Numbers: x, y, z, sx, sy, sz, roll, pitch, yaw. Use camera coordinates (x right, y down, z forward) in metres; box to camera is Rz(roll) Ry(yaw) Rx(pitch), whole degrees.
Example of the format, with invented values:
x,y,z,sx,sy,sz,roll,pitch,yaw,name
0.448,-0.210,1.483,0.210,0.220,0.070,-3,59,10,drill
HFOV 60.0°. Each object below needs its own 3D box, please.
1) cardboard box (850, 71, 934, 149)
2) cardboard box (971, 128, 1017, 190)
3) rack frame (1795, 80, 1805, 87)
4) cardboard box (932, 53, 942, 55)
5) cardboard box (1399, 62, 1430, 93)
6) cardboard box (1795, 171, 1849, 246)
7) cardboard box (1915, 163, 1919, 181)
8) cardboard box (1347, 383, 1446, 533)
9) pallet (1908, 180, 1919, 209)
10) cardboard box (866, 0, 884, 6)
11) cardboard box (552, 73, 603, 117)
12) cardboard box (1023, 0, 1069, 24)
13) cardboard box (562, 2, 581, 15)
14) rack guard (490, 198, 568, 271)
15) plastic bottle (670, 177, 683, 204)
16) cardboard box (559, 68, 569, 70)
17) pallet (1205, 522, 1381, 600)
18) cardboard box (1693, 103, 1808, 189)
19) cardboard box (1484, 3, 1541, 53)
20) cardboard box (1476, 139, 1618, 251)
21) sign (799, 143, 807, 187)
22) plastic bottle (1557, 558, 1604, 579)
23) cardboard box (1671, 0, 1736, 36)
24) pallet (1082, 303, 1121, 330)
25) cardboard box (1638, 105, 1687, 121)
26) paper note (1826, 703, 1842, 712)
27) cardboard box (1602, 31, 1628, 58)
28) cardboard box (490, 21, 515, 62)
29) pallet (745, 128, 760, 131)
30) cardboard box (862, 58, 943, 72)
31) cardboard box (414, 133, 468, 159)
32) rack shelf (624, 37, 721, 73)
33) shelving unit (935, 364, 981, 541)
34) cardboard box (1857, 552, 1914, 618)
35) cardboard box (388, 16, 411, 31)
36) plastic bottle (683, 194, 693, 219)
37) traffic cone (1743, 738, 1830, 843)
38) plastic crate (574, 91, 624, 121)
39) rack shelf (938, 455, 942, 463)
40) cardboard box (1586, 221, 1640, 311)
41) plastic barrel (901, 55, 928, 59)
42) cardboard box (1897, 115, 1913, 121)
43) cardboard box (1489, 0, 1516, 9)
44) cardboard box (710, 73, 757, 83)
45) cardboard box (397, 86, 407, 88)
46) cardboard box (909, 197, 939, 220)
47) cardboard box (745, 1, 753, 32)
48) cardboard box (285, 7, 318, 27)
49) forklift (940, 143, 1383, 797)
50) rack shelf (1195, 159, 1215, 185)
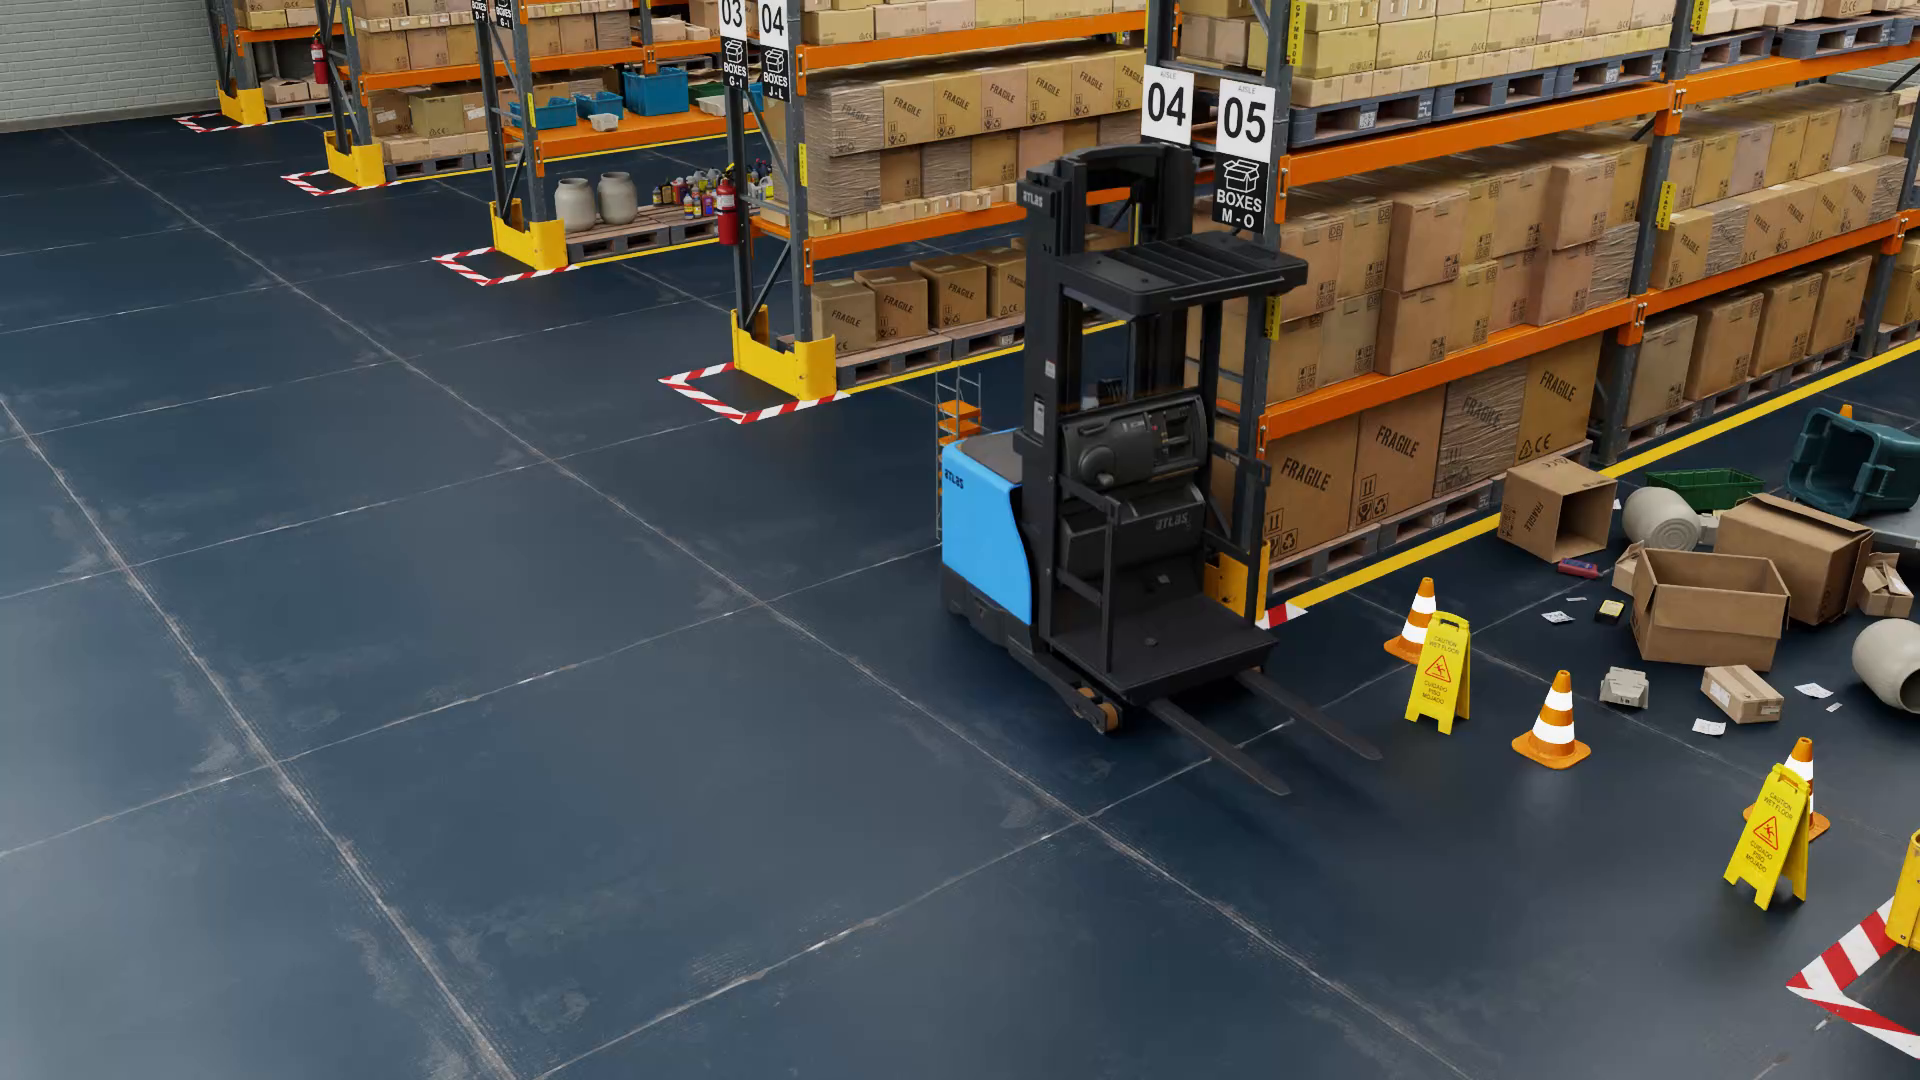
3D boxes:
x,y,z,sx,sy,sz,roll,pitch,yaw,name
-0.561,-3.526,13.625,0.500,0.500,0.500,-18,31,-34,cardboard box
0.030,-3.437,14.621,0.500,0.500,0.875,-18,31,-34,cardboard box
11.031,-6.868,22.486,0.127,3.000,1.000,-18,31,-34,rack frame
-0.431,-7.300,25.863,0.500,0.500,0.500,-20,31,-36,cardboard box
2.486,-2.705,9.634,0.250,0.149,0.380,-18,30,-34,cardboard box
6.741,-2.701,13.389,0.500,0.500,0.500,-19,31,-35,cardboard box
8.193,-3.247,14.482,0.250,0.149,0.380,-19,31,-35,cardboard box
2.605,-0.697,11.213,0.875,0.875,0.875,-19,31,-35,cardboard box
8.212,-3.254,14.927,1.003,0.211,1.213,-18,31,-34,pallet
-0.814,-4.322,13.141,0.250,0.149,0.380,-19,31,-35,cardboard box
-5.152,-5.998,22.488,0.500,0.500,0.500,-18,31,-34,cardboard box
0.575,-4.573,14.154,0.500,0.250,0.500,-19,31,-34,cardboard box
-5.210,-7.031,21.947,0.250,0.149,0.380,-18,31,-34,cardboard box
-4.585,-3.254,17.668,0.348,0.500,1.175,-18,31,-34,rack guard
-3.226,-3.996,19.009,0.135,0.276,0.152,-18,30,-34,plastic bottle
-6.637,-8.087,27.559,0.500,0.500,0.700,-19,31,-35,cardboard box
2.002,-0.012,11.024,1.213,0.211,1.003,-18,31,-34,pallet
6.156,-3.108,13.077,0.500,0.500,0.700,-19,31,-35,cardboard box
3.150,-3.140,10.097,0.500,0.250,0.500,-18,31,-34,cardboard box
3.897,-2.374,11.341,0.550,0.550,0.875,-18,31,-34,cardboard box
-1.225,-2.925,12.961,0.005,0.325,0.100,-18,31,-34,sign
4.030,0.190,10.768,0.283,0.061,0.133,15,29,29,plastic bottle
5.198,-3.691,11.620,0.396,0.266,0.258,-19,31,-35,cardboard box
1.081,-2.300,15.955,1.213,0.211,1.003,-18,31,-34,pallet
8.452,-5.201,20.919,0.875,0.875,0.875,-18,31,-34,cardboard box
4.857,0.929,9.237,0.123,0.001,0.032,-18,31,-34,paper note
4.079,-3.231,10.766,0.250,0.149,0.380,-18,30,-33,cardboard box
-6.078,-6.560,21.703,0.500,0.500,0.700,-17,30,-33,cardboard box
-3.005,-6.292,24.557,1.213,0.211,1.003,-18,31,-34,pallet
-0.494,-3.832,14.283,0.500,0.500,0.500,-18,31,-34,cardboard box
-6.719,-5.135,21.518,0.500,0.250,0.500,-18,31,-34,cardboard box
-2.948,-7.227,24.114,4.000,0.370,1.077,-18,31,-34,rack shelf
-0.011,-0.540,10.989,0.189,1.200,0.258,-18,31,-34,shelving unit
5.738,0.272,10.347,0.258,0.266,0.396,5,25,11,cardboard box
-7.022,-6.434,20.662,0.250,0.149,0.380,-19,31,-35,cardboard box
-2.997,-3.683,18.340,0.097,0.271,0.097,0,25,0,plastic bottle
4.098,1.182,8.153,0.334,0.463,0.336,-18,31,-34,traffic cone
-3.892,-4.681,17.951,0.408,0.251,0.499,-18,31,-34,plastic crate
-0.011,-0.500,11.008,0.180,0.103,0.258,-18,31,-34,rack shelf
4.286,-2.050,11.926,0.550,0.550,0.875,-18,31,-34,cardboard box
-0.580,-5.630,19.655,0.433,0.535,0.433,0,25,0,plastic barrel
8.410,-3.594,14.523,0.250,0.149,0.380,-19,31,-35,cardboard box
3.083,-3.265,9.892,0.250,0.149,0.380,-18,30,-33,cardboard box
-3.239,-6.519,23.836,0.500,0.311,0.500,-19,31,-36,cardboard box
-8.852,-7.171,26.003,0.250,0.149,0.380,-21,32,-38,cardboard box
-0.389,-2.846,14.118,0.250,0.149,0.380,-18,31,-34,cardboard box
-3.099,-7.540,23.815,0.500,0.500,0.500,-18,30,-34,cardboard box
-9.749,-7.737,24.512,0.500,0.250,0.500,-19,31,-36,cardboard box
1.065,-0.506,8.858,1.130,2.935,3.031,-14,28,-28,forklift
3.162,-3.944,17.040,4.000,0.370,1.077,-18,31,-34,rack shelf
